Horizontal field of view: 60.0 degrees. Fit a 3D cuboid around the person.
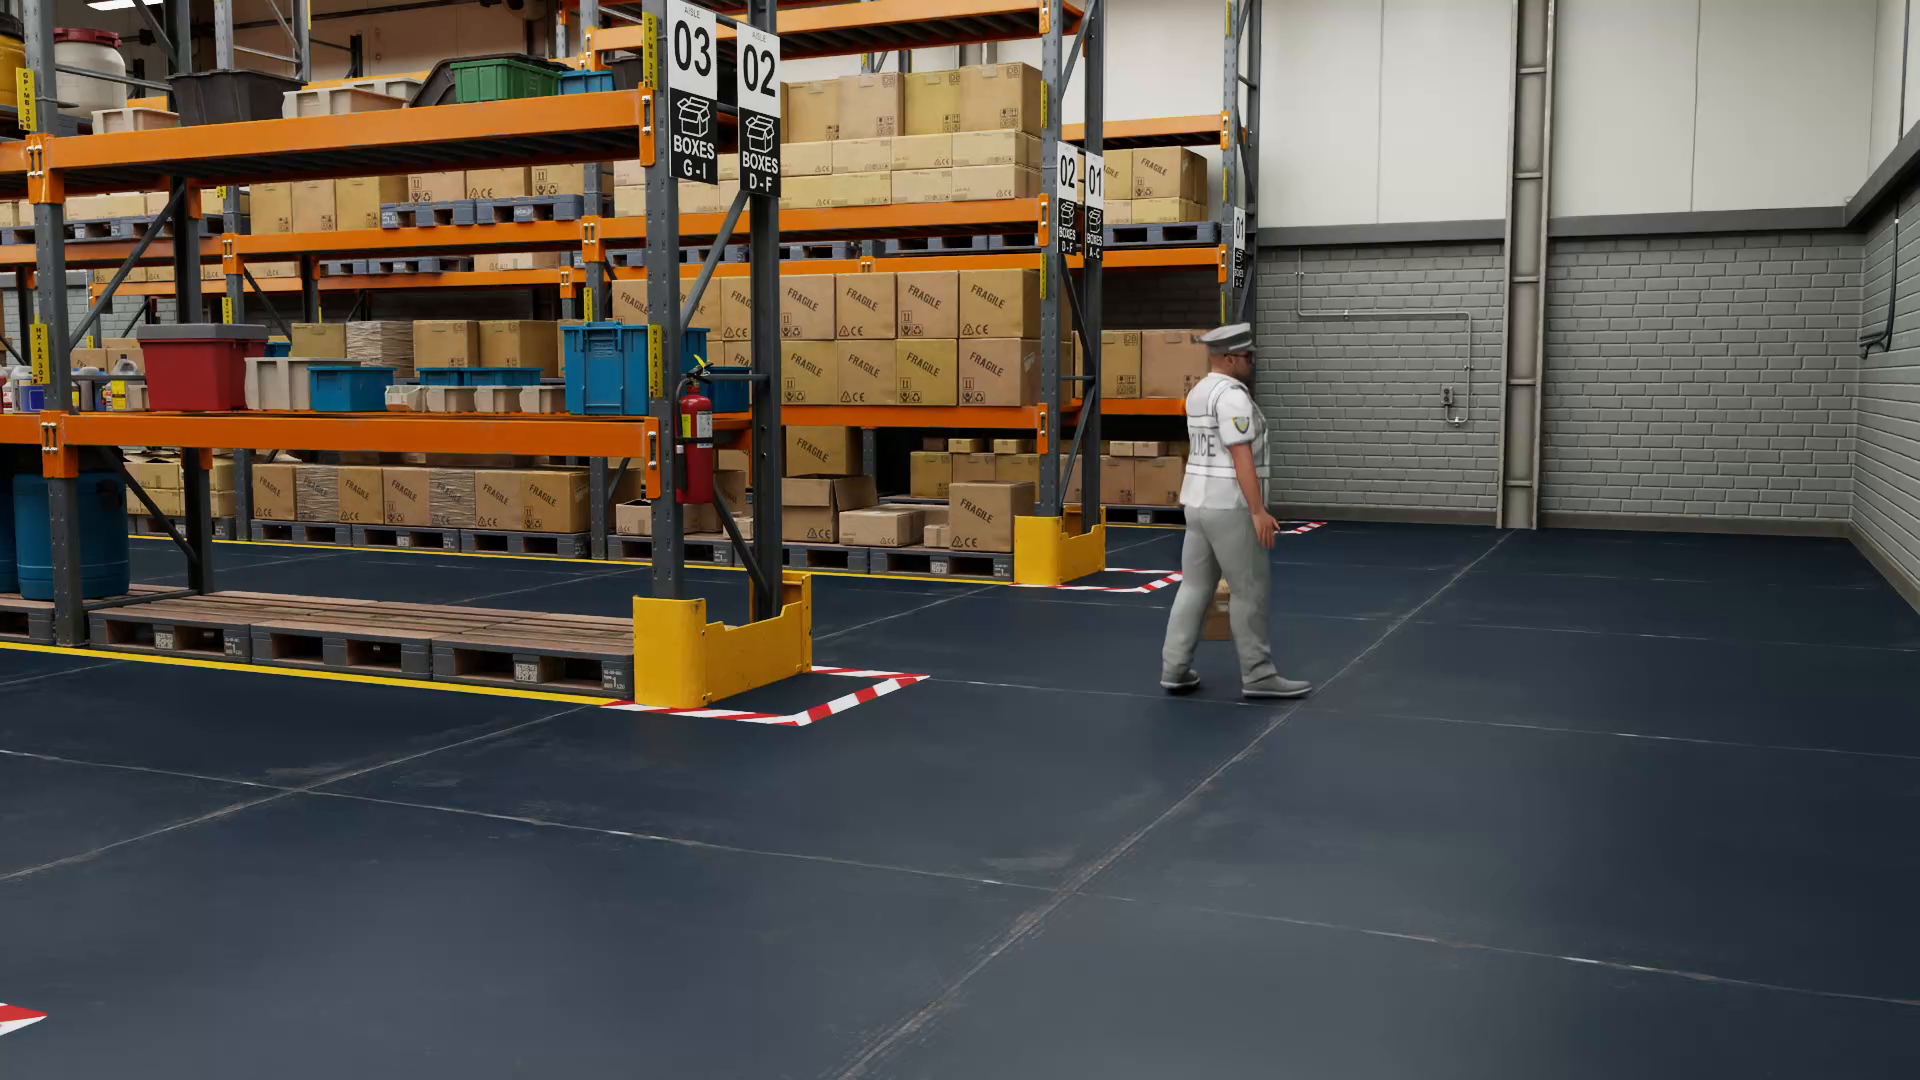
[{"bbox_3d":[1.309,-0.143,7.844,0.653,1.754,0.671,-2,6,-17],"label":"person"}]
